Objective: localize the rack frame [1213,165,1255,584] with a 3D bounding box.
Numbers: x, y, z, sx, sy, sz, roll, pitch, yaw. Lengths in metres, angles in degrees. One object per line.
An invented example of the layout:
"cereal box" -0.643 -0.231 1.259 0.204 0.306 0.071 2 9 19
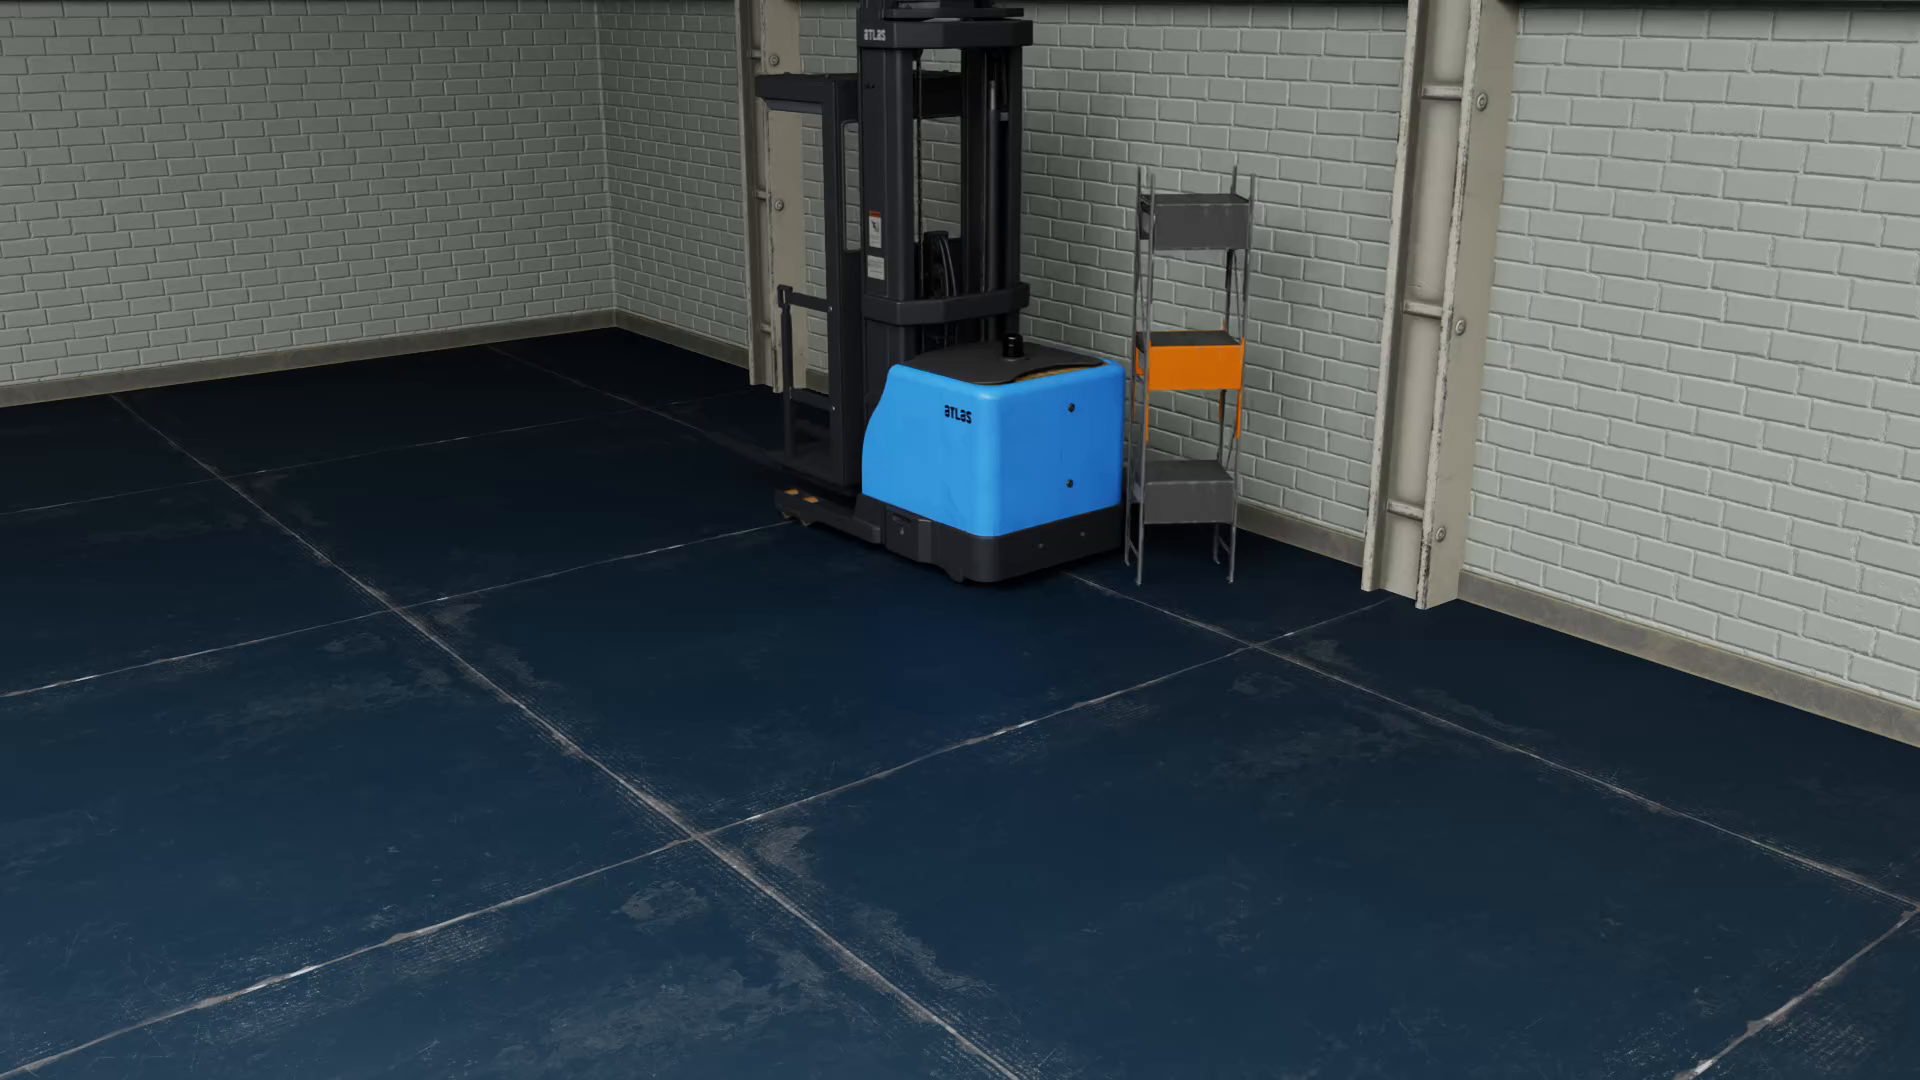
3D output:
"rack frame" 1.400 -0.832 8.534 0.015 2.100 0.400 -2 18 -5

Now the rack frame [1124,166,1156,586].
"rack frame" 0.914 -0.819 8.495 0.015 2.100 0.400 -2 18 -5

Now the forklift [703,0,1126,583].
"forklift" -0.433 -1.564 9.423 1.130 2.935 3.031 -15 23 -37

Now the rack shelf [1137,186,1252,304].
"rack shelf" 1.157 -1.477 8.298 0.480 0.518 0.431 -2 18 -5

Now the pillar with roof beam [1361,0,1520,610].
"pillar with roof beam" -1.061 -3.161 4.594 9.100 9.000 0.400 -14 23 -36

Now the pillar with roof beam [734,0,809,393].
"pillar with roof beam" -4.786 -4.640 9.059 9.100 9.000 0.400 -14 23 -36

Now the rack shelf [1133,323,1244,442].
"rack shelf" 1.157 -0.812 8.518 0.480 0.518 0.431 -2 18 -5

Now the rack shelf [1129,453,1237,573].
"rack shelf" 1.157 -0.148 8.739 0.480 0.518 0.431 -2 18 -5

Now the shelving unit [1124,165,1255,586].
"shelving unit" 1.157 -0.825 8.514 0.503 2.100 0.431 -2 18 -5
